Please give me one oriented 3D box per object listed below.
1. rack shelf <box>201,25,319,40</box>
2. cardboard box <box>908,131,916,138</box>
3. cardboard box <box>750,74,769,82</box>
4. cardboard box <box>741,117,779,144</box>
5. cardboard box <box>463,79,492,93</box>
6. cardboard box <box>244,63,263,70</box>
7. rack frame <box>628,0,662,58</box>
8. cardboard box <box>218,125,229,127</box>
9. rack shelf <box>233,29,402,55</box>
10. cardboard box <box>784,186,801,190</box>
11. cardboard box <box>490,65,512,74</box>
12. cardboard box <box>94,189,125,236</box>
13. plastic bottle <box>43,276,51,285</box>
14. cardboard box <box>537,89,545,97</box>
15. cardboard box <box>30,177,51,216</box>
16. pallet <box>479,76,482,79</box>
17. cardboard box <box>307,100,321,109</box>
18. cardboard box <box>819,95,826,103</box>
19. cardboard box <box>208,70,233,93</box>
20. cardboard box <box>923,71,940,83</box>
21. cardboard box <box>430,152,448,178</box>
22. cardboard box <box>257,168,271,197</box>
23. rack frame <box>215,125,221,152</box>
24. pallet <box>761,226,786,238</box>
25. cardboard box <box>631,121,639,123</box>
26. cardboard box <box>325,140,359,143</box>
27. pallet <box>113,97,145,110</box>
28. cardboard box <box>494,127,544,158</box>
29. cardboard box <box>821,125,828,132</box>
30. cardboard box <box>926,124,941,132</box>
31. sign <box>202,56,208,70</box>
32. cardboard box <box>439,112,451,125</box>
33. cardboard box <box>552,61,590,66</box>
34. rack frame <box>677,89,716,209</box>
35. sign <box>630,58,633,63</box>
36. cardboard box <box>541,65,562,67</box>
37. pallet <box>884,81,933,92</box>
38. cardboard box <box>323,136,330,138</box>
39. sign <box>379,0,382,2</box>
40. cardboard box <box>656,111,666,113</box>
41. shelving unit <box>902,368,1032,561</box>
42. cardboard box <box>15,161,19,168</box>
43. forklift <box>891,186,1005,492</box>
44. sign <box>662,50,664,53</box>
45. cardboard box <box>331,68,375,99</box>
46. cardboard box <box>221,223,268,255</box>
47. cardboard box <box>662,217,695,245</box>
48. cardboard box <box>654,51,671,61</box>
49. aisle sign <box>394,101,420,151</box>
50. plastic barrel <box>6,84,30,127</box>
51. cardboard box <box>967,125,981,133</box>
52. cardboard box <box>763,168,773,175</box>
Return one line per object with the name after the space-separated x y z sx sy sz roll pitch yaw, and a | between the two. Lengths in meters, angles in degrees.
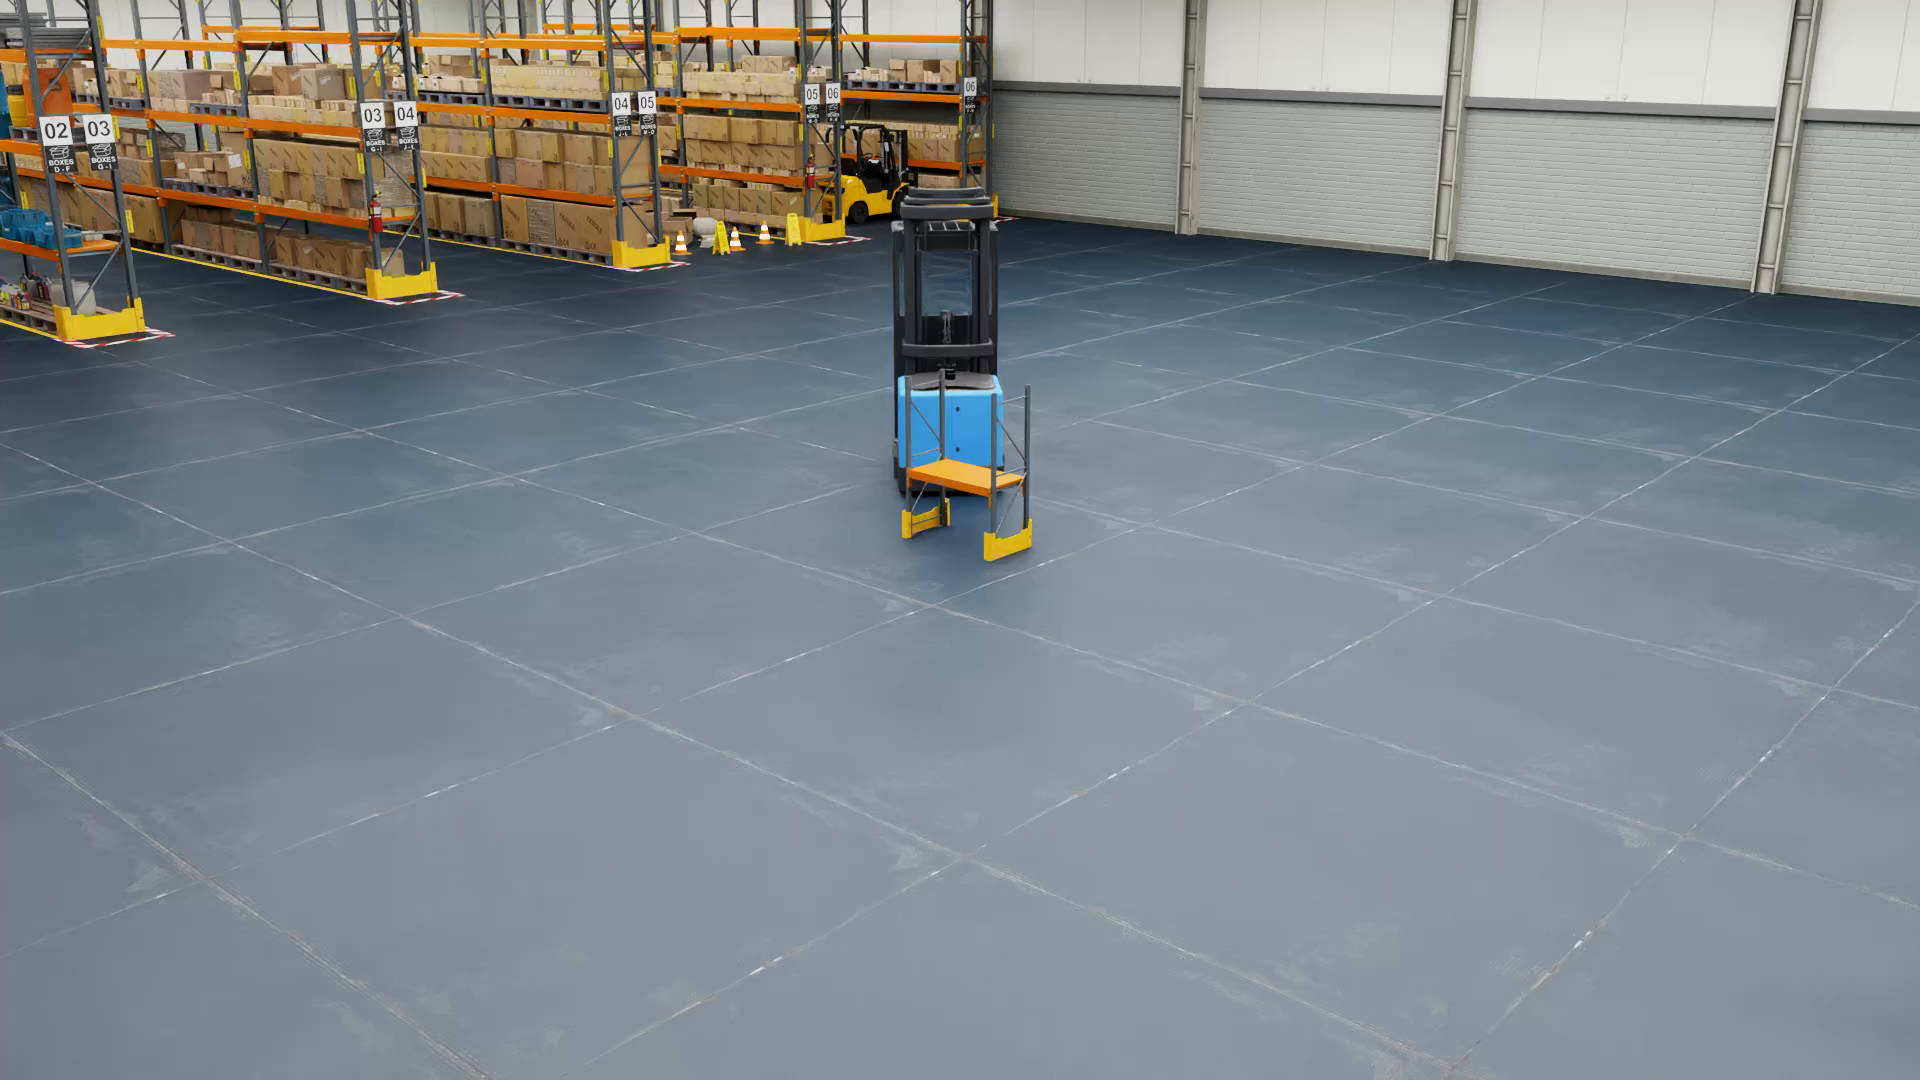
-16.590 -12.050 39.538 4.000 0.370 1.077 15 23 39 | rack shelf
-1.038 -9.603 39.313 0.250 0.149 0.380 15 23 40 | cardboard box
-4.241 -9.835 35.419 0.250 0.149 0.380 14 22 38 | cardboard box
-4.259 -8.766 35.603 0.500 0.500 0.700 15 23 39 | cardboard box
-9.746 -9.239 33.833 0.500 0.250 0.500 15 23 40 | cardboard box
-16.853 -11.288 39.664 0.250 0.149 0.380 16 24 41 | cardboard box
-8.593 -14.257 45.297 0.127 3.000 1.000 15 23 39 | rack frame
-17.927 -10.453 40.917 0.500 0.500 0.500 15 23 39 | cardboard box
-10.983 -8.539 28.474 4.000 0.370 1.077 15 23 39 | rack shelf
-3.741 -7.445 36.361 0.500 0.500 0.500 14 22 37 | cardboard box
-9.064 -9.315 32.922 0.250 0.149 0.380 15 23 40 | cardboard box
-17.302 -6.916 34.902 0.875 0.875 1.225 14 22 37 | cardboard box
-14.708 -4.085 26.813 0.185 0.351 0.144 15 23 39 | plastic bottle
-7.927 -8.630 32.081 0.250 0.149 0.380 15 23 40 | cardboard box
-20.242 -7.729 37.464 0.875 0.875 0.875 15 23 39 | cardboard box
-12.489 -11.828 42.749 1.213 0.211 1.003 15 23 39 | pallet
-10.870 -7.419 28.297 0.250 0.149 0.380 14 22 37 | cardboard box
-2.942 -9.315 35.098 0.250 0.149 0.380 15 23 39 | cardboard box
-14.197 -8.702 31.760 0.500 0.500 0.500 16 23 40 | cardboard box
-0.628 -10.750 38.569 0.258 0.266 0.396 15 23 39 | cardboard box
-10.816 -7.924 35.093 0.500 0.500 0.500 15 23 39 | cardboard box
-12.183 -6.511 30.149 0.500 0.500 0.875 15 23 39 | cardboard box
-18.086 -9.937 41.602 0.127 3.000 1.000 15 23 39 | rack frame
-3.550 -6.722 36.081 1.213 0.211 1.003 15 23 39 | pallet
-7.596 -9.630 39.283 0.500 0.500 0.500 13 22 36 | cardboard box
-10.840 -6.762 29.287 0.500 0.500 0.500 15 23 39 | cardboard box
-15.987 -8.686 33.013 1.003 0.211 1.213 16 24 42 | pallet
-8.858 -8.032 33.566 0.550 0.550 0.875 15 23 39 | cardboard box
-3.217 -10.214 41.239 0.250 0.149 0.380 15 23 38 | cardboard box
-0.581 -9.667 39.022 0.250 0.149 0.380 15 23 40 | cardboard box
-18.446 -11.660 40.629 0.005 0.325 0.100 15 23 39 | sign
-13.182 -11.034 43.241 0.500 0.500 0.500 15 23 40 | cardboard box
-9.275 -11.191 39.731 0.637 0.503 0.797 13 22 36 | cardboard box
-5.901 -8.668 37.603 0.127 3.000 1.000 15 23 39 | rack frame
-8.947 -12.950 45.281 0.005 0.325 0.100 15 23 39 | sign
-8.063 -9.312 32.913 0.250 0.149 0.380 16 23 40 | cardboard box
-1.046 -10.769 39.410 1.213 0.211 1.003 15 23 39 | pallet
-14.137 -9.055 37.561 0.250 0.149 0.380 16 24 41 | cardboard box
-15.249 -14.333 43.730 0.005 0.325 0.100 15 23 39 | sign
-8.379 -11.498 45.661 0.500 0.500 0.700 16 23 41 | cardboard box
0.057 -0.700 14.975 1.083 1.500 0.587 15 23 39 | shelving unit
-21.023 -8.467 37.385 0.250 0.149 0.380 14 23 38 | cardboard box
-0.166 -2.272 17.564 1.130 2.935 3.031 -1 18 -3 | forklift
-8.227 -13.388 46.011 0.005 0.325 0.100 15 23 39 | sign
-10.418 -7.839 28.549 0.500 0.500 0.500 15 23 39 | cardboard box
-13.687 -5.784 31.922 0.500 0.500 0.700 13 22 35 | cardboard box
-5.903 -6.454 34.756 0.637 0.503 0.797 0 18 2 | cardboard box
-8.098 -13.203 45.315 0.258 0.266 0.396 15 23 39 | cardboard box
-9.242 -6.917 27.789 0.004 0.787 0.394 15 23 39 | aisle sign
-13.712 -6.422 24.561 0.600 0.588 0.600 0 18 0 | plastic barrel
0.273 -9.603 38.820 0.250 0.149 0.380 14 23 38 | cardboard box
-3.984 -7.898 35.594 0.250 0.149 0.380 16 23 40 | cardboard box
